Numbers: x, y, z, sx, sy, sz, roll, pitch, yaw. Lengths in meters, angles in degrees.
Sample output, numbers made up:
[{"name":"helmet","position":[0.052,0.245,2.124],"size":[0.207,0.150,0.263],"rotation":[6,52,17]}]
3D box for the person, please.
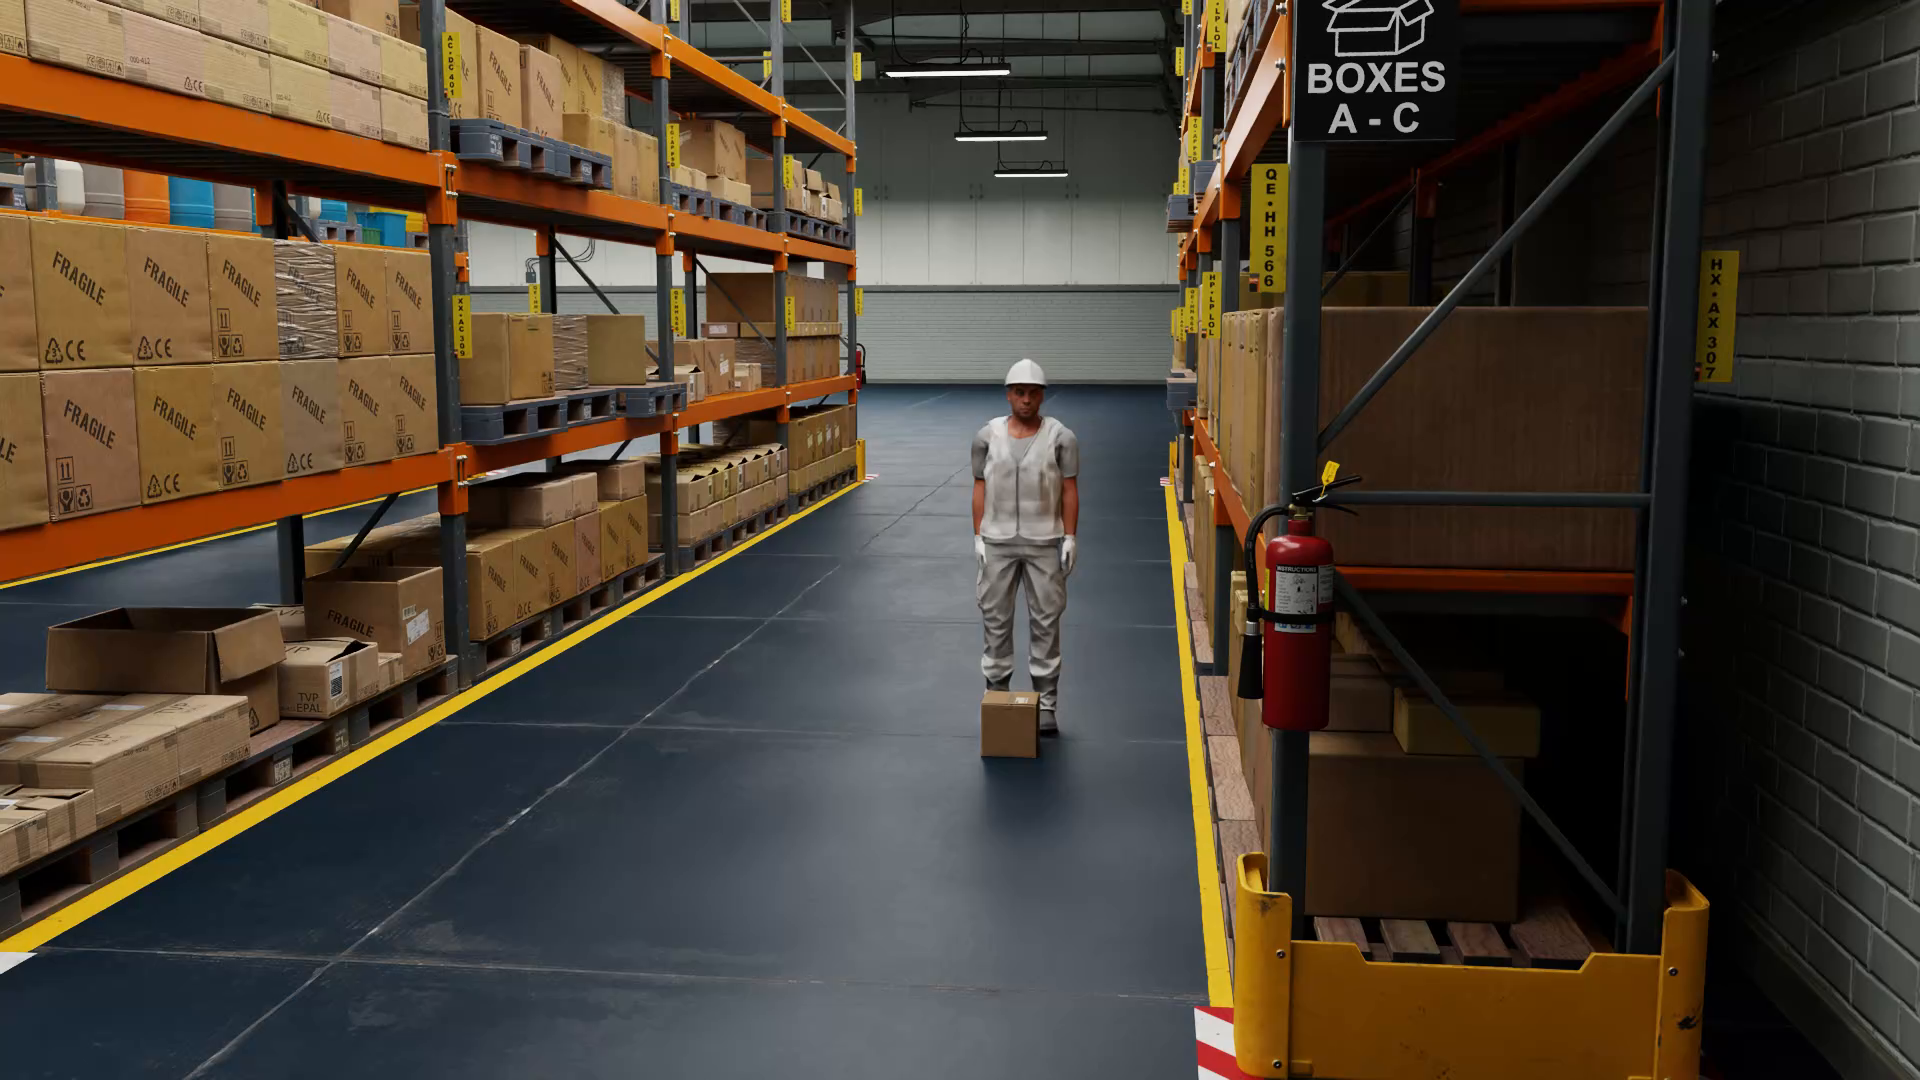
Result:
[{"name":"person","position":[0.309,0.025,8.017],"size":[0.525,1.784,0.342],"rotation":[1,8,8]}]
